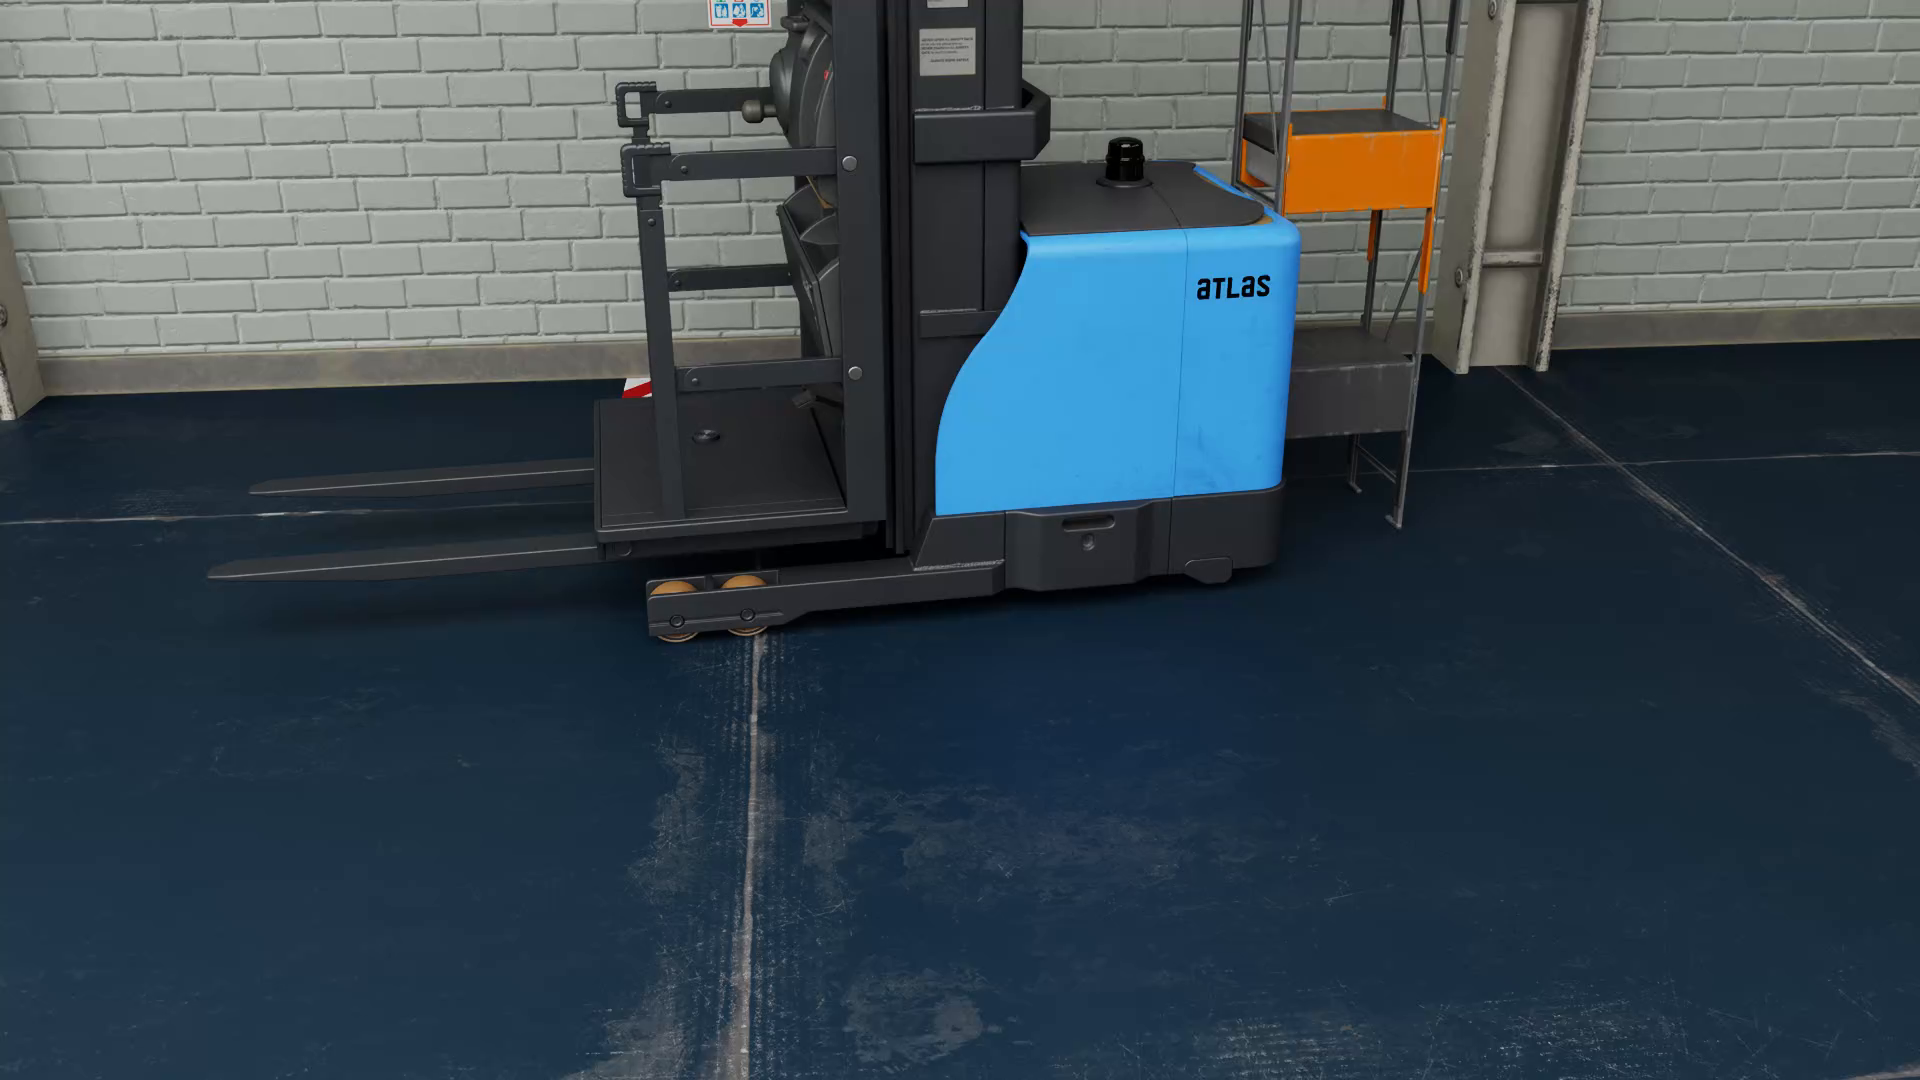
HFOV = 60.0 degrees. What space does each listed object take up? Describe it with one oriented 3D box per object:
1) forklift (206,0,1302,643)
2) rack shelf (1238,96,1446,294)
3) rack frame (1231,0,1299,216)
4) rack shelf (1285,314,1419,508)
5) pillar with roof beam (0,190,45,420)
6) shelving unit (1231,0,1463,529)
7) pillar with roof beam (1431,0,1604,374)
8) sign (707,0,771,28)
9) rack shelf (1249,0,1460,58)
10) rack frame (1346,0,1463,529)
[{"bbox_3d":[-0.611,-1.289,4.542,3.031,2.935,1.130,-5,24,-10],"label":"forklift"},{"bbox_3d":[1.128,-1.042,5.042,0.480,0.518,0.431,-5,24,-10],"label":"rack shelf"},{"bbox_3d":[0.889,-1.035,4.993,0.015,2.100,0.400,-5,24,-10],"label":"rack frame"},{"bbox_3d":[1.128,-0.402,5.327,0.480,0.518,0.431,-5,24,-10],"label":"rack shelf"},{"bbox_3d":[-3.349,-2.880,0.650,0.400,9.000,9.100,-2,24,-5],"label":"pillar with roof beam"},{"bbox_3d":[1.128,-1.054,5.037,0.503,2.100,0.431,-5,24,-10],"label":"shelving unit"},{"bbox_3d":[2.622,-3.119,1.189,0.400,9.000,9.100,-2,24,-5],"label":"pillar with roof beam"},{"bbox_3d":[-0.825,-2.071,6.172,0.234,0.329,0.001,-2,24,-5],"label":"sign"},{"bbox_3d":[1.128,-1.681,4.758,0.480,0.518,0.431,-5,24,-10],"label":"rack shelf"},{"bbox_3d":[1.367,-1.074,5.081,0.015,2.100,0.400,-5,24,-10],"label":"rack frame"}]
